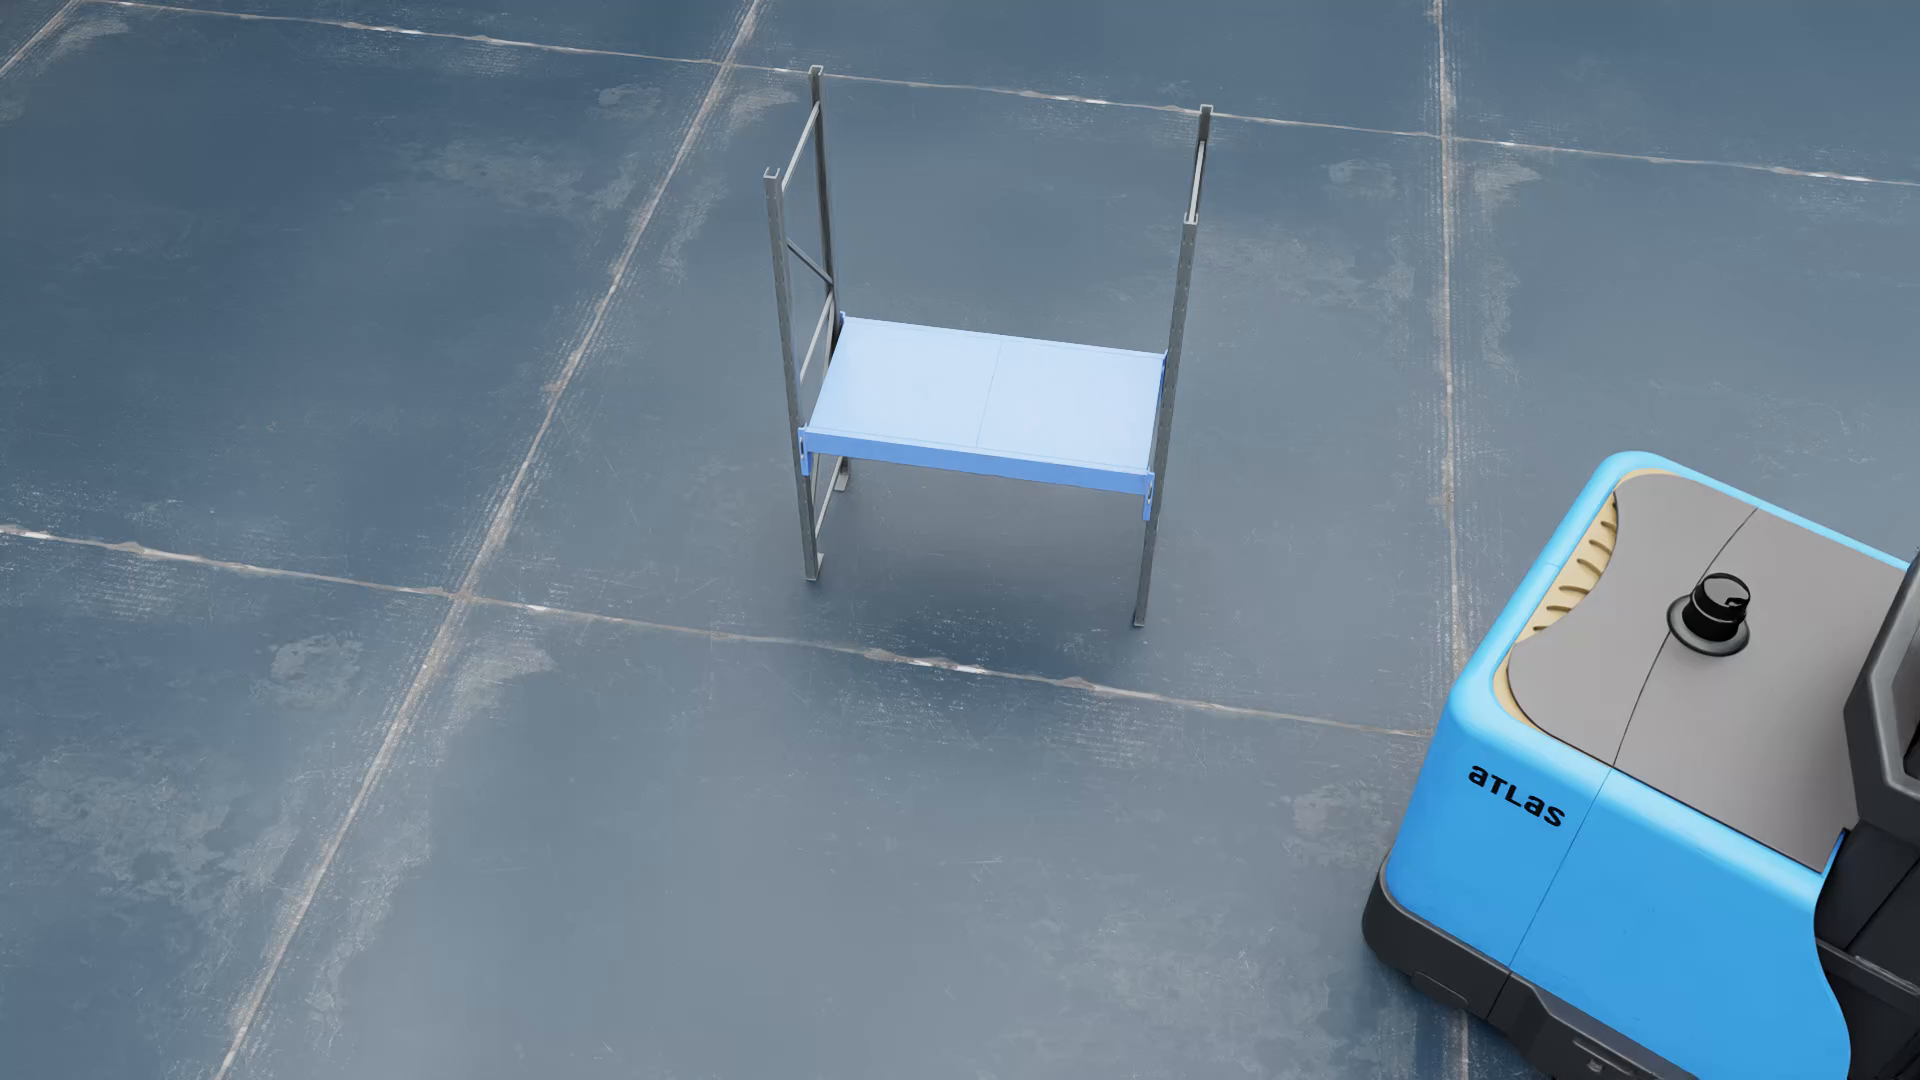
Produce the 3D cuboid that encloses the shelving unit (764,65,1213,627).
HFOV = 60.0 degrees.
[{"bbox_3d":[0.084,-0.490,4.682,1.048,1.500,0.538,8,49,7],"label":"shelving unit"}]

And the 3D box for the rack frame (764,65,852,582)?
[{"bbox_3d":[-0.416,-0.557,4.742,0.032,1.500,0.500,8,49,7],"label":"rack frame"}]

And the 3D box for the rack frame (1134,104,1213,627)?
[{"bbox_3d":[0.584,-0.423,4.622,0.032,1.500,0.500,8,49,7],"label":"rack frame"}]

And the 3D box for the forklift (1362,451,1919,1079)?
[{"bbox_3d":[2.519,0.434,2.889,3.031,2.935,1.130,29,54,23],"label":"forklift"}]

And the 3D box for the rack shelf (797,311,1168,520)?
[{"bbox_3d":[0.084,-0.370,4.816,1.000,0.185,0.538,8,49,7],"label":"rack shelf"}]
